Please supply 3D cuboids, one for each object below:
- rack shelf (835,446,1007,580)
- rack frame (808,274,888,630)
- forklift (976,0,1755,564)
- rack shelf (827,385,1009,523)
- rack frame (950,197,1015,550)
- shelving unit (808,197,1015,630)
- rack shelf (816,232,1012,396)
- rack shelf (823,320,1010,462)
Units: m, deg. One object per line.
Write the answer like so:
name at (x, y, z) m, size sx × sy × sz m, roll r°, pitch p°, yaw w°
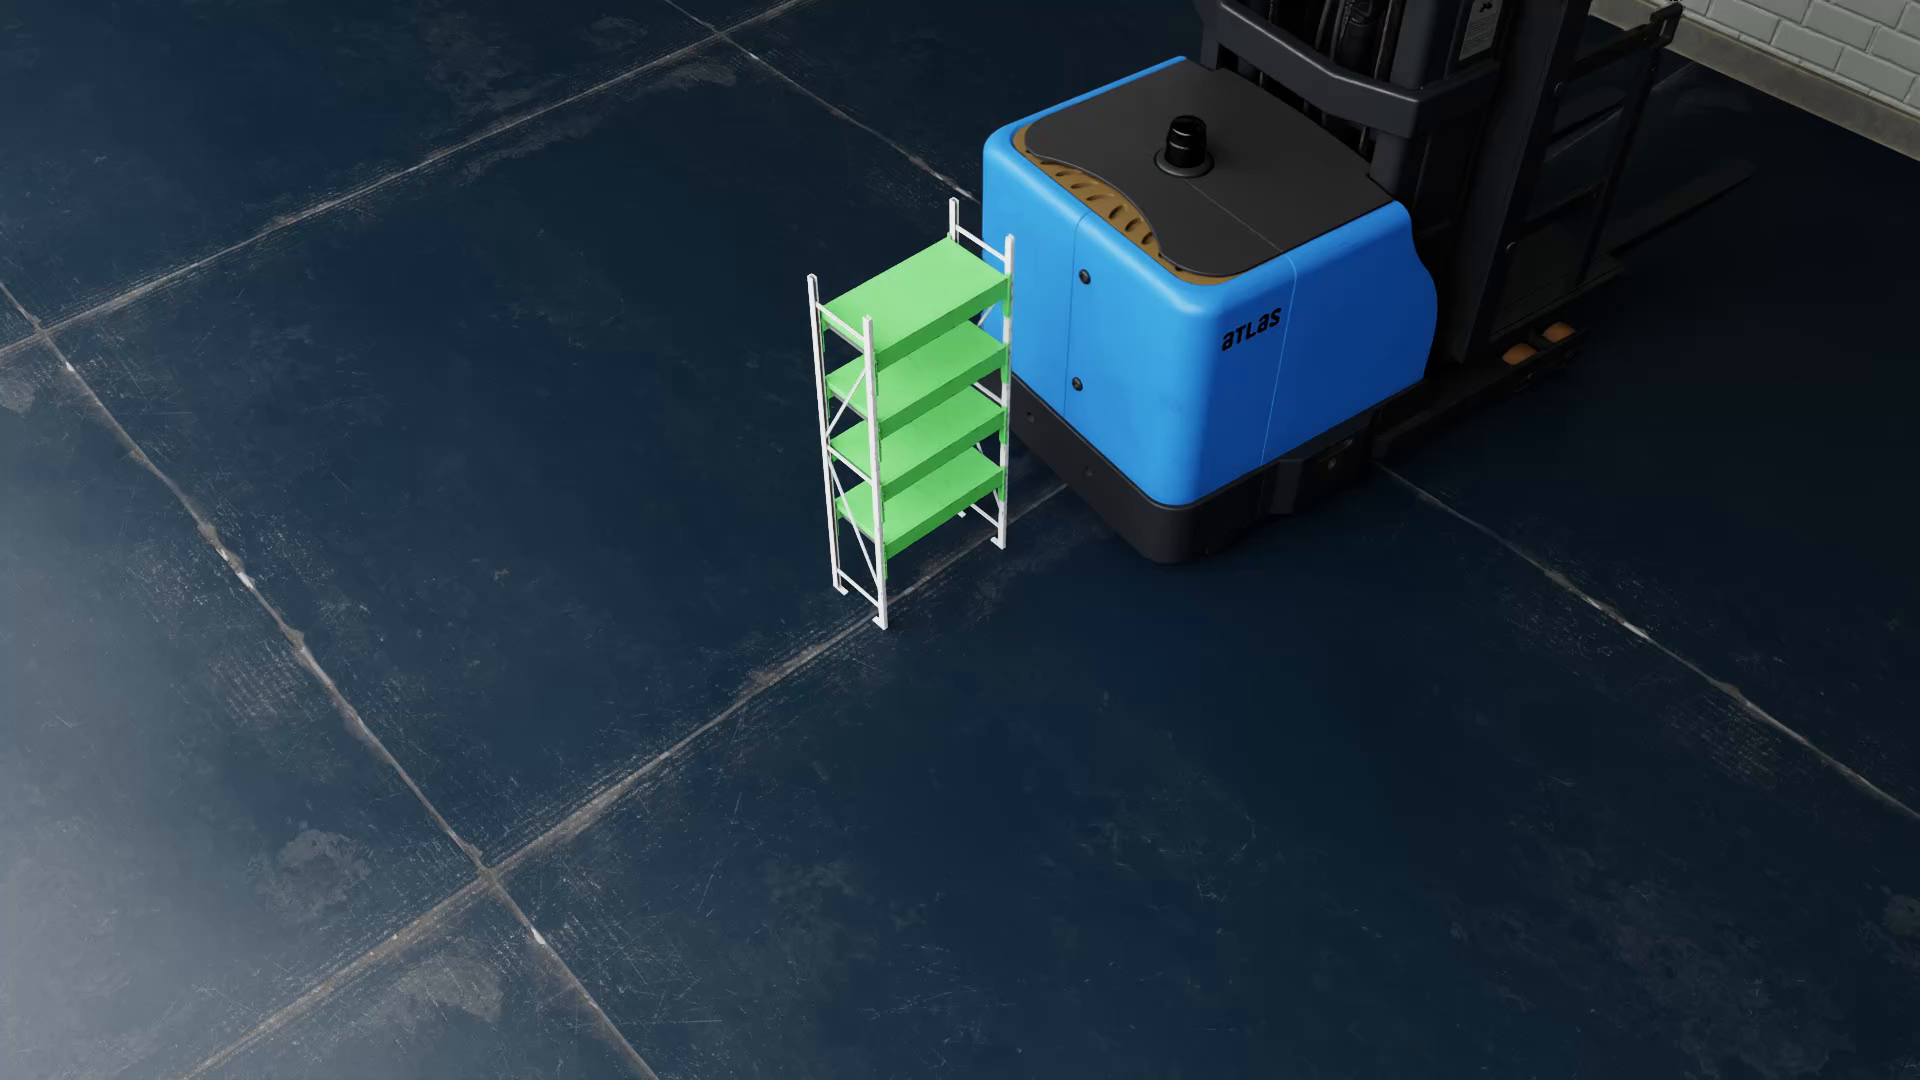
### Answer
rack shelf at (-0.122, -0.119, 4.957) m, size 0.480 × 0.148 × 0.258 m, roll -34°, pitch 56°, yaw -27°
rack frame at (-0.303, -0.204, 4.622) m, size 0.015 × 1.200 × 0.240 m, roll -34°, pitch 56°, yaw -27°
forklift at (1.552, -1.796, 4.912) m, size 3.031 × 2.935 × 1.130 m, roll -27°, pitch 53°, yaw -23°
rack shelf at (-0.122, -0.282, 4.780) m, size 0.480 × 0.148 × 0.258 m, roll -34°, pitch 56°, yaw -27°
rack frame at (0.058, -0.446, 4.845) m, size 0.015 × 1.200 × 0.240 m, roll -34°, pitch 56°, yaw -27°
shelving unit at (-0.122, -0.325, 4.734) m, size 0.503 × 1.200 × 0.258 m, roll -34°, pitch 56°, yaw -27°
rack shelf at (-0.122, -0.607, 4.428) m, size 0.480 × 0.148 × 0.258 m, roll -34°, pitch 56°, yaw -27°
rack shelf at (-0.122, -0.444, 4.604) m, size 0.480 × 0.148 × 0.258 m, roll -34°, pitch 56°, yaw -27°
